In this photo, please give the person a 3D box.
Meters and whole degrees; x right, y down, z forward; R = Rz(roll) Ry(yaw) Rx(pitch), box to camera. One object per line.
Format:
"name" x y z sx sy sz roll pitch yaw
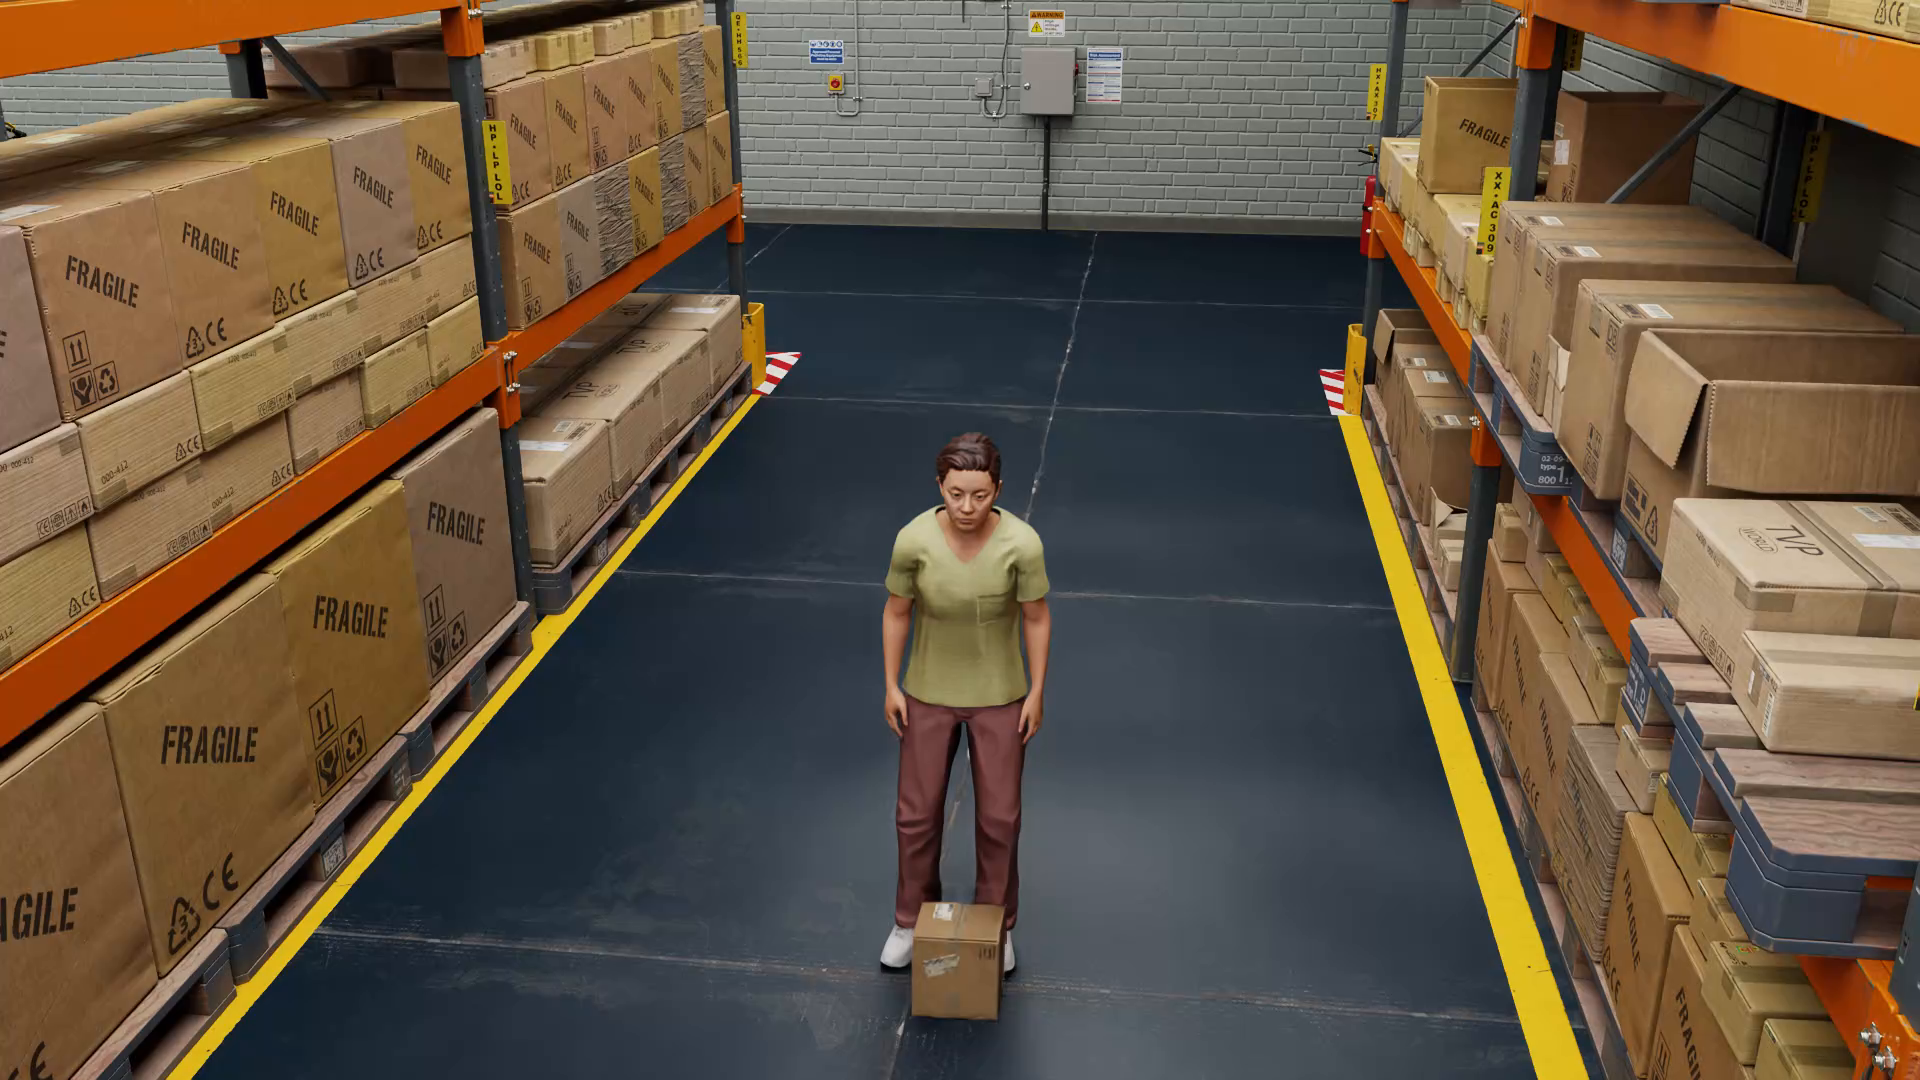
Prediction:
"person" 0.014 0.475 4.864 0.493 1.673 0.359 2 21 5
